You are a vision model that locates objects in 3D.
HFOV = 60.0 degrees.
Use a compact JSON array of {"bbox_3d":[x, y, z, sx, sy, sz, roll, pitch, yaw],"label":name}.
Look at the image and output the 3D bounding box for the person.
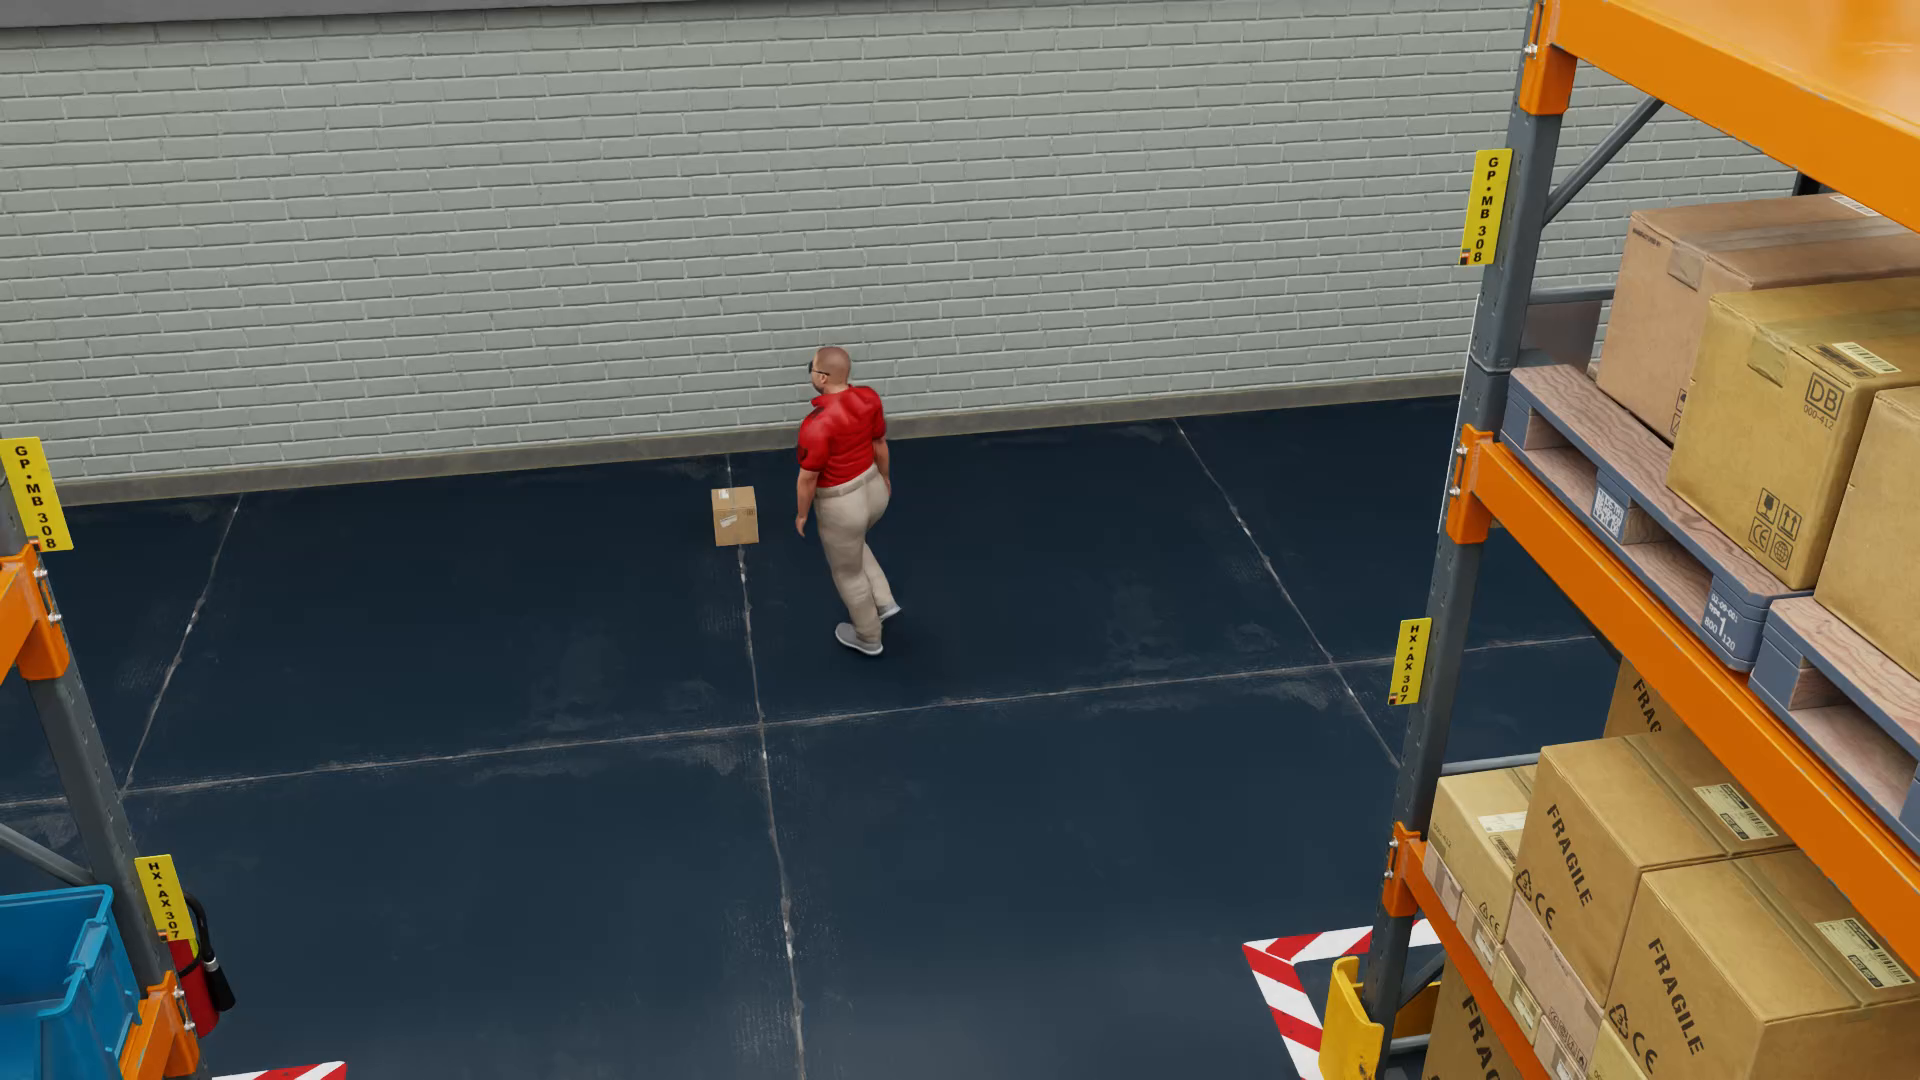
[{"bbox_3d":[-0.577,-0.205,8.469,0.461,1.717,0.646,21,36,31],"label":"person"}]
